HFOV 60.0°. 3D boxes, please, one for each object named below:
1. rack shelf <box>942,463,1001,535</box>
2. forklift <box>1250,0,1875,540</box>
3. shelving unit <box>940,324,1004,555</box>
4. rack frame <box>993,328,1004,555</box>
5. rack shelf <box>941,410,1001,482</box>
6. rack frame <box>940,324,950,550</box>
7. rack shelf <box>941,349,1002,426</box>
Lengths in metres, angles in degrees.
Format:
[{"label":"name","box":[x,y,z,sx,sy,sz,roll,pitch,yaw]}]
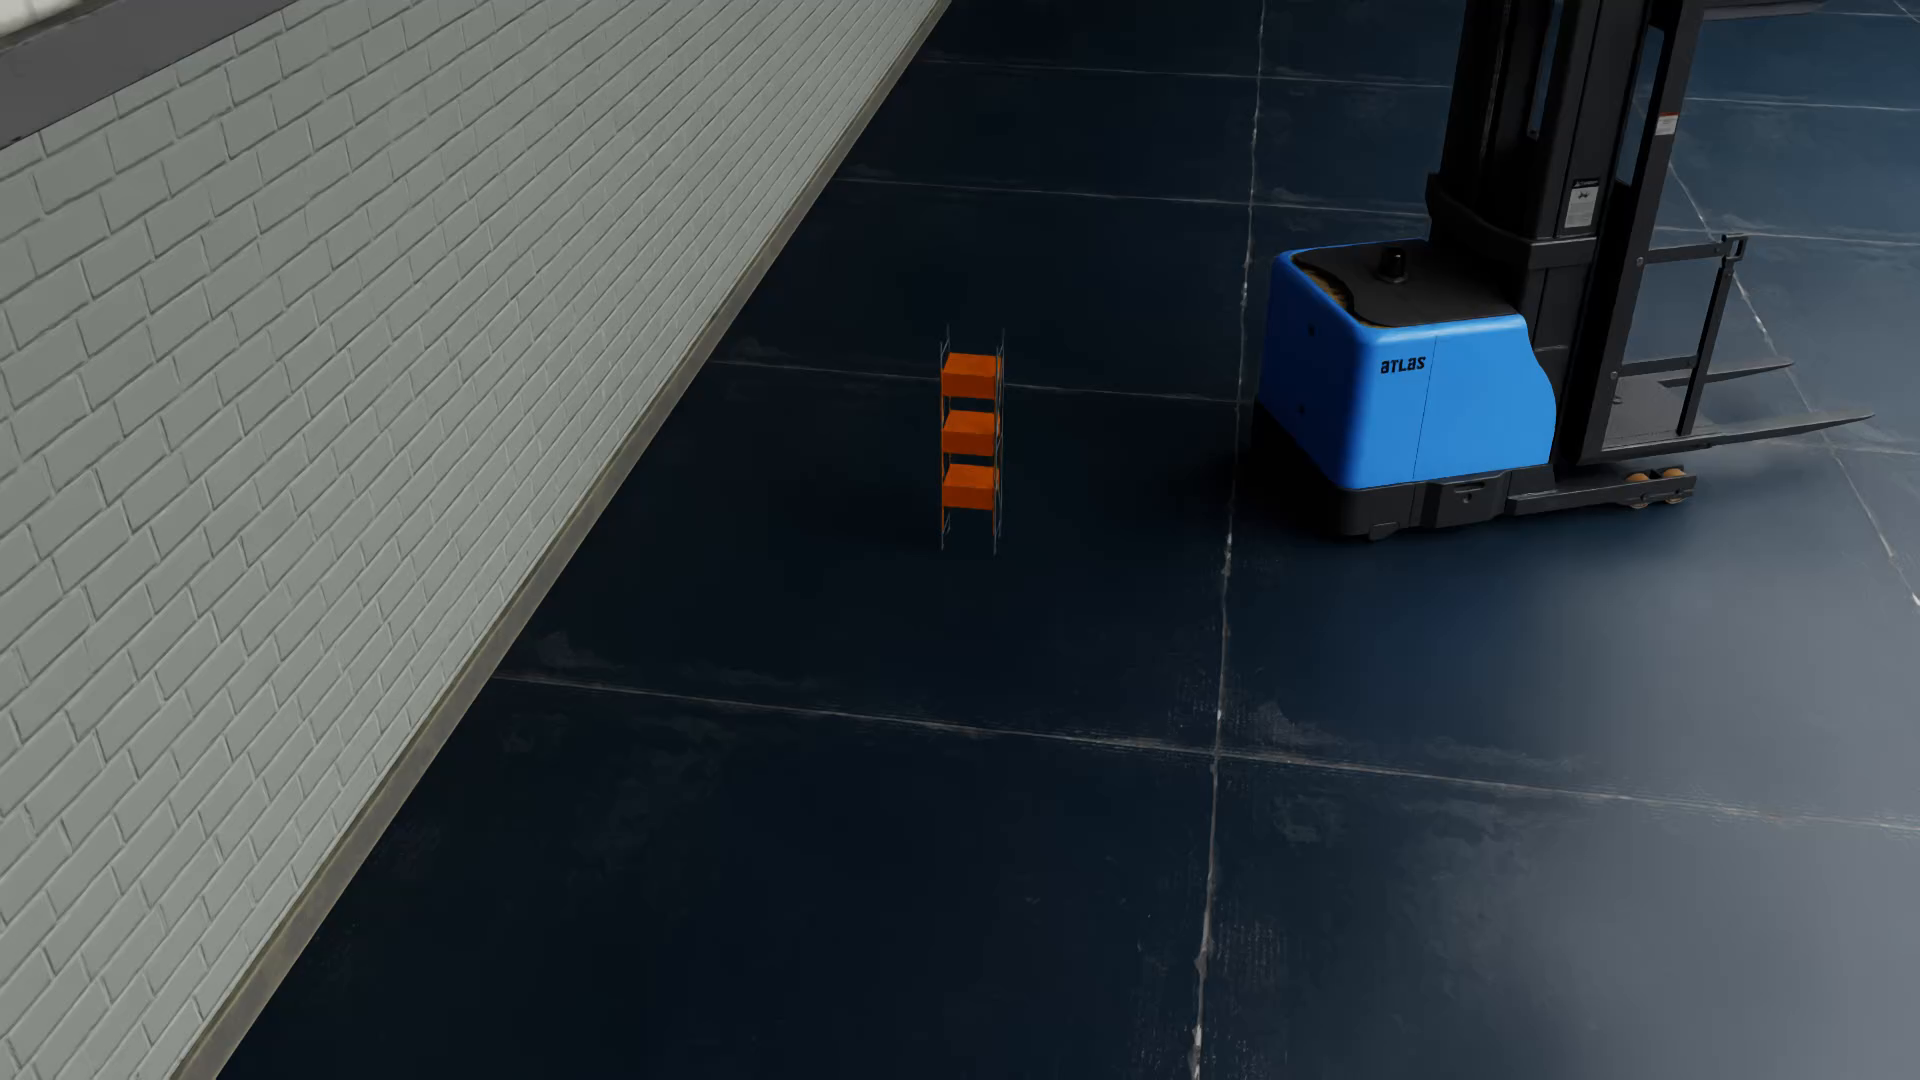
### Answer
[{"label":"rack shelf","box":[0.053,-0.196,7.617,0.240,0.259,0.215,5,32,8]},{"label":"forklift","box":[3.046,-1.657,7.635,3.031,2.935,1.130,-8,33,-12]},{"label":"shelving unit","box":[0.053,-0.440,7.464,0.252,1.050,0.215,5,32,8]},{"label":"rack frame","box":[0.173,-0.429,7.446,0.008,1.050,0.200,5,32,8]},{"label":"rack shelf","box":[0.053,-0.431,7.469,0.240,0.259,0.215,5,32,8]},{"label":"rack frame","box":[-0.068,-0.451,7.481,0.008,1.050,0.200,5,32,8]},{"label":"rack shelf","box":[0.053,-0.672,7.319,0.240,0.259,0.215,5,32,8]}]
